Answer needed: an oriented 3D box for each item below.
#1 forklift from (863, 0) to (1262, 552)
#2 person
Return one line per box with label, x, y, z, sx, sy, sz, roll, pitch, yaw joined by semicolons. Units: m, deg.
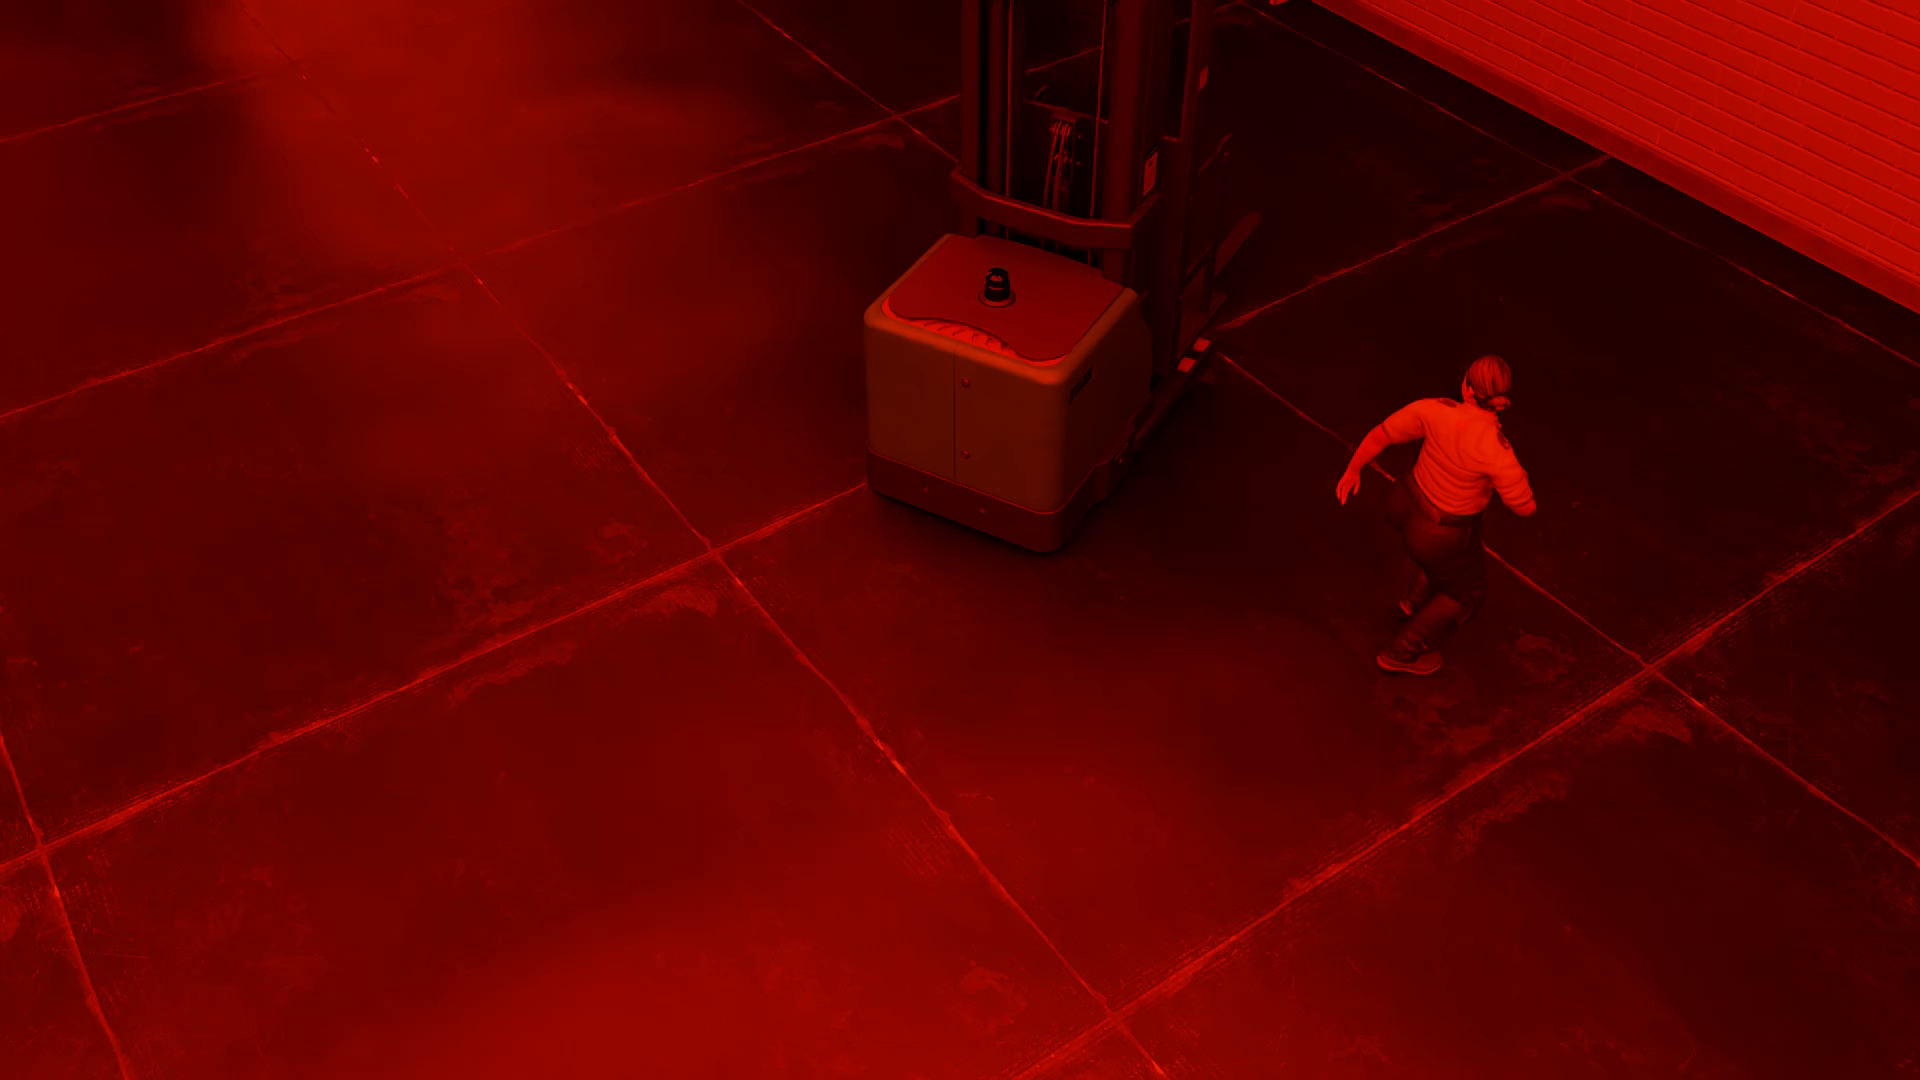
forklift;0.711;-2.010;7.896;1.130;2.935;3.031;21;47;21
person;1.988;-0.077;6.833;0.713;1.633;0.610;-14;44;-15
